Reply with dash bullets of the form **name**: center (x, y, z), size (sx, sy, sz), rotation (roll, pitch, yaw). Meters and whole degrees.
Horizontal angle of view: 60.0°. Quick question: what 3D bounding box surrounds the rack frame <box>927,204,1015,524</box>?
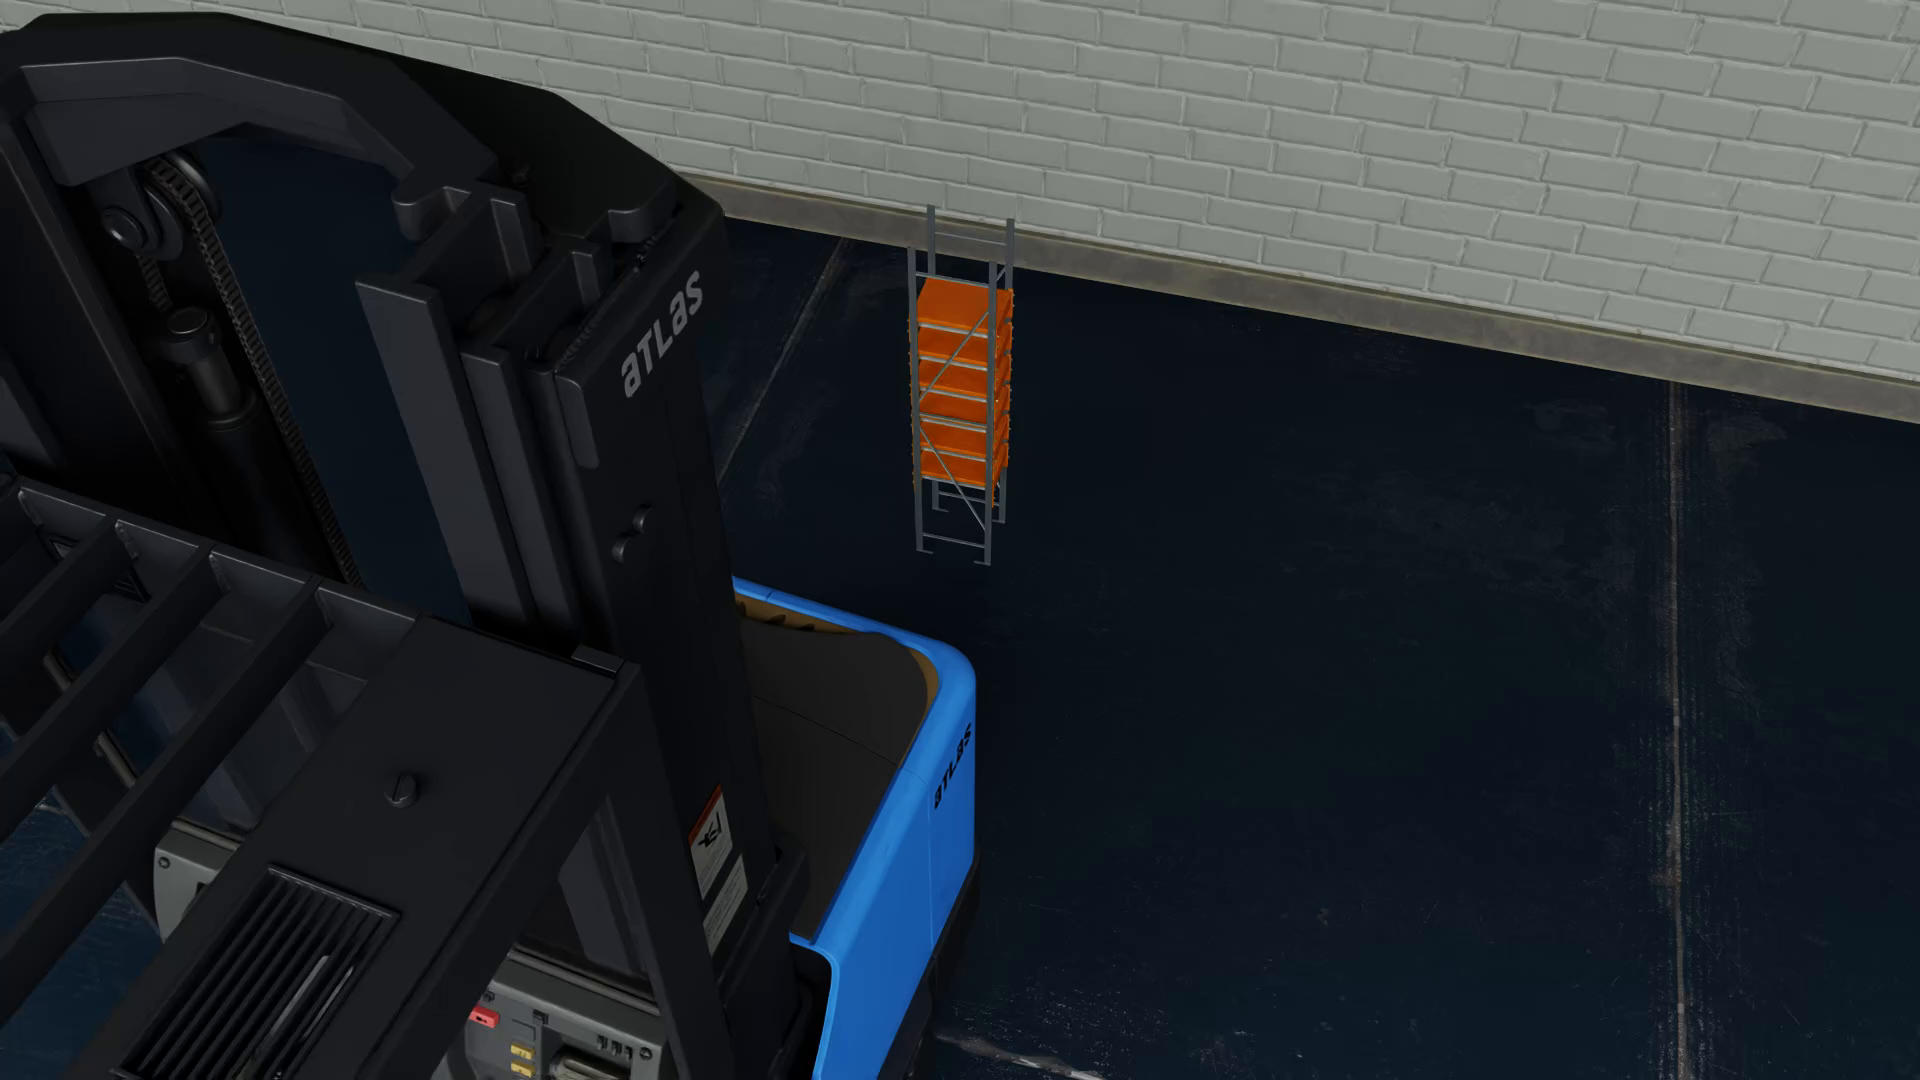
- **rack frame**: center (0.028, -0.474, 4.868), size (0.240, 1.200, 0.006), rotation (12, 50, 10)

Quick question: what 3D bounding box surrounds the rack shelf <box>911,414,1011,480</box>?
- **rack shelf**: center (0.004, -0.299, 4.933), size (0.258, 0.103, 0.180), rotation (12, 50, 10)

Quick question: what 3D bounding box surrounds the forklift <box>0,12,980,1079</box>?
- **forklift**: center (-0.963, 0.879, 2.519), size (1.130, 2.935, 3.031), rotation (17, 51, 14)

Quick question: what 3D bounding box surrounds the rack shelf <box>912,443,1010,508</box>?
- **rack shelf**: center (0.004, -0.219, 5.023), size (0.258, 0.103, 0.180), rotation (12, 50, 10)

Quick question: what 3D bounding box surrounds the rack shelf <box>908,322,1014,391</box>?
- **rack shelf**: center (0.004, -0.537, 4.663), size (0.258, 0.103, 0.180), rotation (12, 50, 10)

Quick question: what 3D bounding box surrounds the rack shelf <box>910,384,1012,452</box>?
- **rack shelf**: center (0.004, -0.378, 4.843), size (0.258, 0.103, 0.180), rotation (12, 50, 10)

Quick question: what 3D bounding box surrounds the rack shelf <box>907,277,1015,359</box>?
- **rack shelf**: center (0.004, -0.616, 4.573), size (0.258, 0.103, 0.180), rotation (12, 50, 10)

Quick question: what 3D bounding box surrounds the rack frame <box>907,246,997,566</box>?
- **rack frame**: center (-0.020, -0.341, 4.751), size (0.240, 1.200, 0.006), rotation (12, 50, 10)

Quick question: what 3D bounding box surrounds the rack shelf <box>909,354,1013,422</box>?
- **rack shelf**: center (0.004, -0.457, 4.753), size (0.258, 0.103, 0.180), rotation (12, 50, 10)

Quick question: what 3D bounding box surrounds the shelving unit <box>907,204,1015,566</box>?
- **shelving unit**: center (0.004, -0.407, 4.809), size (0.258, 1.200, 0.189), rotation (12, 50, 10)
